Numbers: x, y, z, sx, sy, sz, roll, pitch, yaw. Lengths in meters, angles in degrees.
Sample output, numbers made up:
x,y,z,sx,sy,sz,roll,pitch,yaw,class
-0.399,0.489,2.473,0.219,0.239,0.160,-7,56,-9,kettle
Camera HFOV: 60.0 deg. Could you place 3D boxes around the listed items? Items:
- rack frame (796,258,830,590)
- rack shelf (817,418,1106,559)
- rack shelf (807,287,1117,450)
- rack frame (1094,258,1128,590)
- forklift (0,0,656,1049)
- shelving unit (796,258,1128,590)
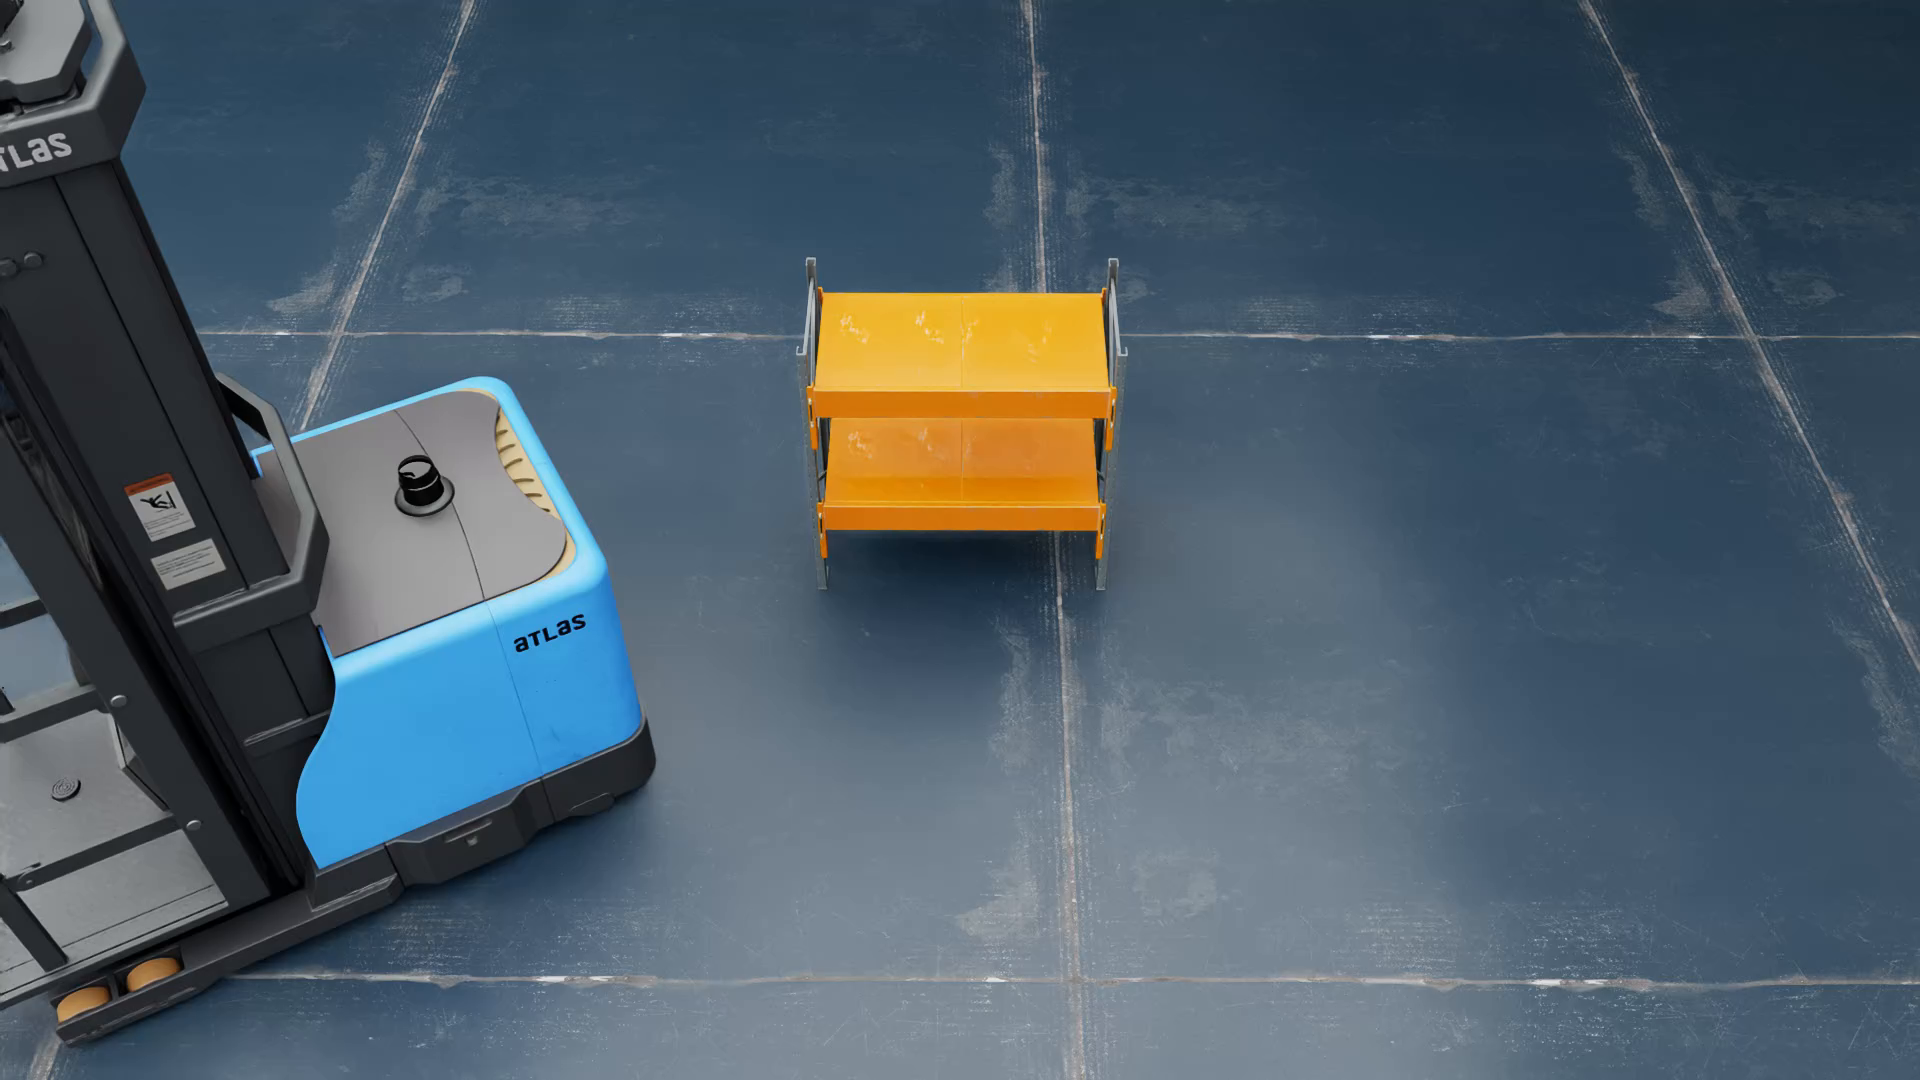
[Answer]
x,y,z,sx,sy,sz,roll,pitch,yaw,class
-0.502,-0.385,5.840,0.032,1.125,0.500,0,47,0,rack frame
0.007,-0.217,6.017,1.000,0.278,0.538,0,47,0,rack shelf
0.007,-0.583,5.624,1.000,0.278,0.538,0,47,0,rack shelf
0.515,-0.382,5.837,0.032,1.125,0.500,0,47,0,rack frame
-2.540,0.022,4.228,3.031,2.935,1.130,-22,51,-19,forklift
0.007,-0.383,5.838,1.048,1.125,0.538,0,47,0,shelving unit
